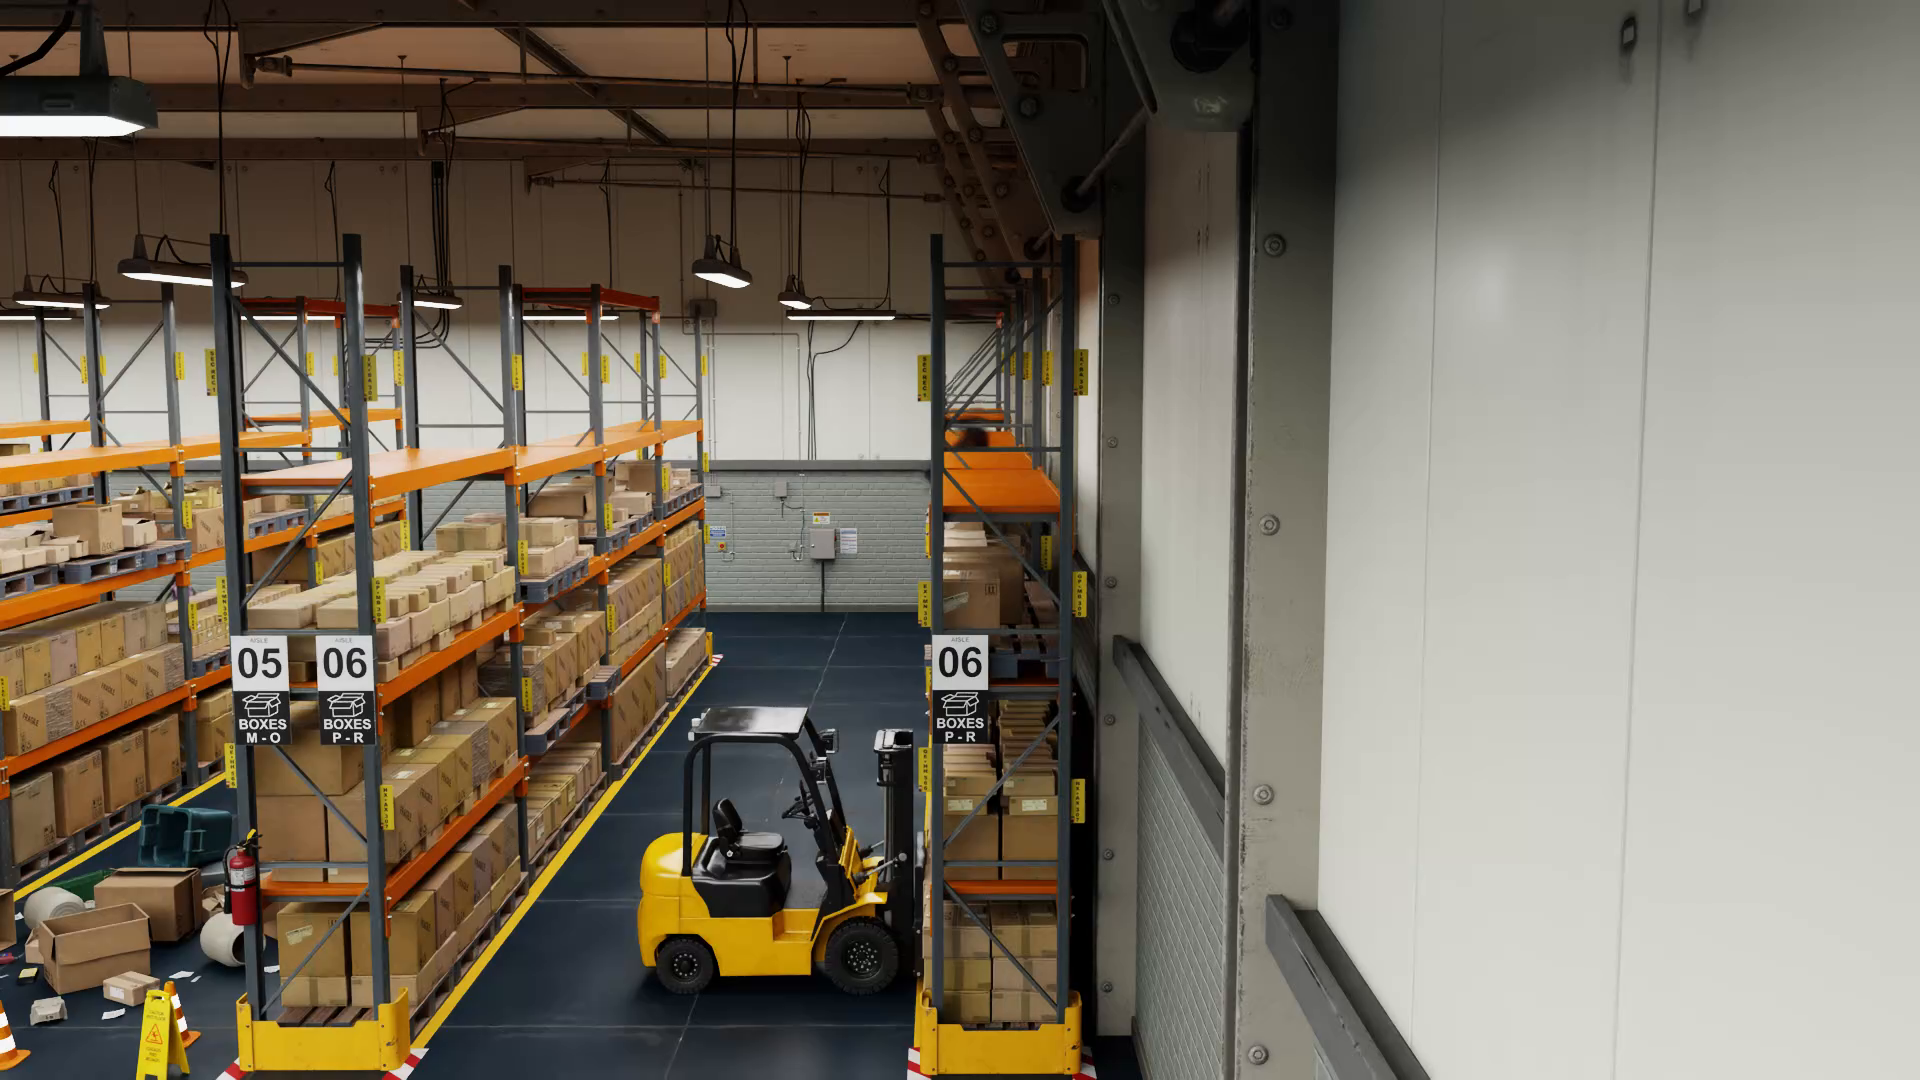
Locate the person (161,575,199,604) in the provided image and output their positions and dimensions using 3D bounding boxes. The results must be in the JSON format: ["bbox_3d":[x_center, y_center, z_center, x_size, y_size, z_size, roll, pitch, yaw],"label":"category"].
[{"bbox_3d":[-13.071,1.297,28.026,0.618,1.598,0.601,6,9,42],"label":"person"}]
